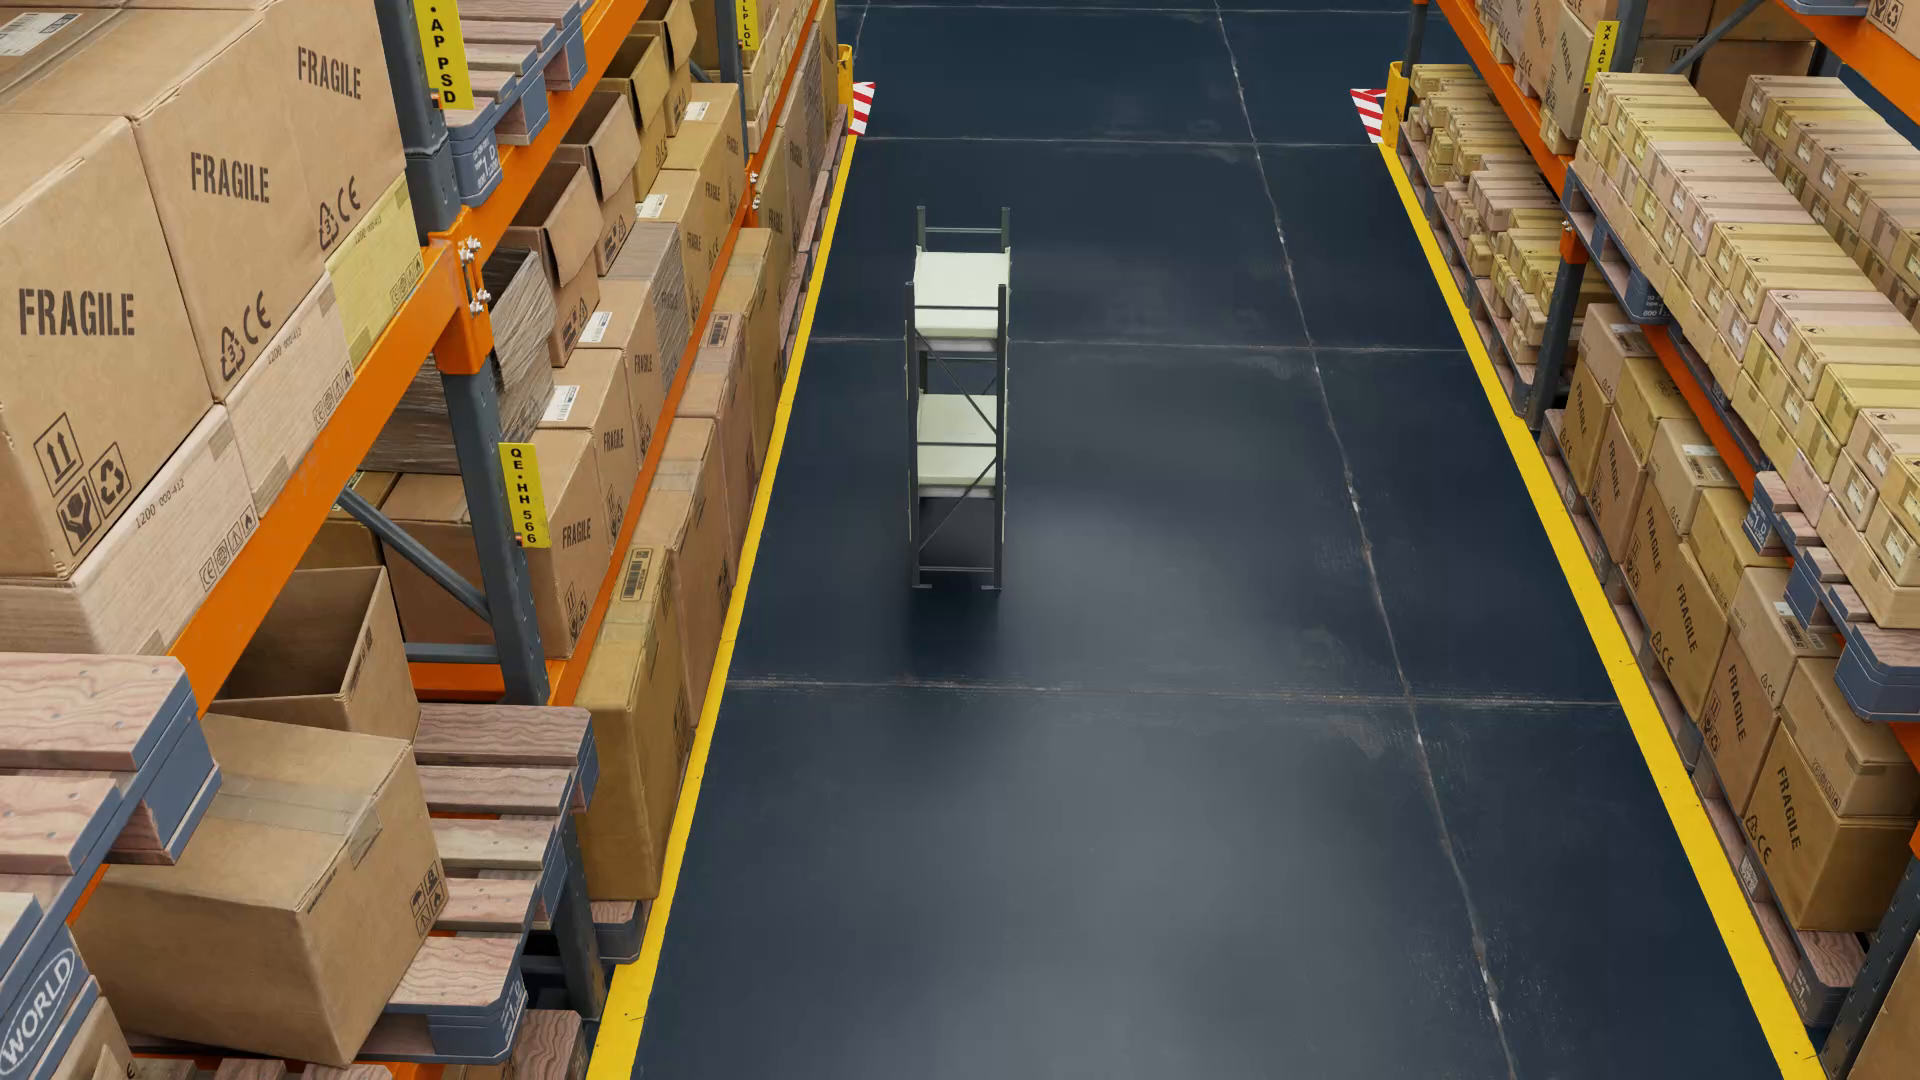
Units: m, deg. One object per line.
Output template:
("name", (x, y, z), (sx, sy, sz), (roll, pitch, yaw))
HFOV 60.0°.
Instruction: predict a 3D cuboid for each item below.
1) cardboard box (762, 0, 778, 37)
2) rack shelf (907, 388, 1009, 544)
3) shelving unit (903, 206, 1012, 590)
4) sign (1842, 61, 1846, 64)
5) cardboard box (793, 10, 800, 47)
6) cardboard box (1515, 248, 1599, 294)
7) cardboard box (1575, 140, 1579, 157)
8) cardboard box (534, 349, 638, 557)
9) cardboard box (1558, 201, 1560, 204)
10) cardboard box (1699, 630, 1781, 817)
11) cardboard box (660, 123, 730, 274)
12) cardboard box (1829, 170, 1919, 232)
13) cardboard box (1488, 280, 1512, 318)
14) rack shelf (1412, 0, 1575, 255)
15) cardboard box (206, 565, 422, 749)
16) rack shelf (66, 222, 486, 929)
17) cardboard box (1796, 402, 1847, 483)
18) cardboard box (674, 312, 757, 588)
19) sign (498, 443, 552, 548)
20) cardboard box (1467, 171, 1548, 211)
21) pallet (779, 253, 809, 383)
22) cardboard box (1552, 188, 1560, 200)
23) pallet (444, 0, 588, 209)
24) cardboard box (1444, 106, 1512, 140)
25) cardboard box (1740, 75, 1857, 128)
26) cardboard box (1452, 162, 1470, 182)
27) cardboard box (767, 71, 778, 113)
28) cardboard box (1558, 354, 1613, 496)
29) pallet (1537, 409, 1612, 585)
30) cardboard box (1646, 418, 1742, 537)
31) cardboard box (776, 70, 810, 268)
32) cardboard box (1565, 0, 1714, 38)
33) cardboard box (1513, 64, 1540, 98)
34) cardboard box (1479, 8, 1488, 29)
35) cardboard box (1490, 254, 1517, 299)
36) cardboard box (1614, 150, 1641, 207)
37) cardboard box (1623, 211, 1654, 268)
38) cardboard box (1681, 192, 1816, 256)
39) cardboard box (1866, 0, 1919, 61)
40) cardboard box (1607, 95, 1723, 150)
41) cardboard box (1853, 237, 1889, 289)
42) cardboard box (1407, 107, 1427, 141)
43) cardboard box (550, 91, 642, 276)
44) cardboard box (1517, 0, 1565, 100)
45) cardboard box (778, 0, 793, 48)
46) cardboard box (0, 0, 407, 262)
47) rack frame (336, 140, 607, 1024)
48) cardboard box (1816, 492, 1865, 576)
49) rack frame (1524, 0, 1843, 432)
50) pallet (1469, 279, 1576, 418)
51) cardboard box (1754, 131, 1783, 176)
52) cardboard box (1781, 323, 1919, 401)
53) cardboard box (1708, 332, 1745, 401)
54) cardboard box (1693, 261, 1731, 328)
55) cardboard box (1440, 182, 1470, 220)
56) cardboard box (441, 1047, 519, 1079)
("cardboard box", (-1.223, -2.898, 8.484), (0.500, 0.500, 0.500), (1, 35, 2))
("rack shelf", (0.000, -0.343, 7.501), (0.431, 0.370, 0.720), (1, 35, 2))
("shelving unit", (0.000, -0.610, 7.313), (0.431, 1.500, 0.755), (1, 35, 2))
("sign", (3.981, -2.269, 7.362), (0.100, 0.325, 0.005), (1, 35, 2))
("cardboard box", (-1.120, -2.934, 9.534), (0.380, 0.149, 0.250), (0, 35, 1))
("cardboard box", (3.151, -1.413, 8.748), (0.380, 0.149, 0.250), (2, 35, 2))
("cardboard box", (3.204, -1.873, 8.024), (0.380, 0.149, 0.250), (1, 35, 1))
("cardboard box", (-1.376, -0.290, 5.468), (0.500, 0.500, 0.500), (0, 35, 1))
("cardboard box", (3.708, -1.912, 9.976), (0.380, 0.149, 0.250), (2, 35, 3))
("cardboard box", (3.056, 0.661, 6.010), (0.500, 0.500, 0.500), (3, 35, 4))
("cardboard box", (-1.298, -1.460, 7.132), (0.500, 0.500, 0.500), (2, 35, 3))
("cardboard box", (3.559, -1.288, 6.310), (0.380, 0.149, 0.250), (0, 35, 0))
("cardboard box", (3.142, -1.345, 9.169), (0.380, 0.149, 0.250), (0, 35, 0))
("rack shelf", (3.507, -2.661, 9.553), (1.077, 0.370, 4.000), (1, 35, 2))
("cardboard box", (-1.668, 0.418, 4.094), (0.500, 0.500, 0.500), (-3, 35, -4))
("rack shelf", (-1.767, 0.536, 2.396), (1.077, 0.370, 4.000), (1, 35, 2))
("cardboard box", (2.848, -0.297, 5.159), (0.380, 0.149, 0.250), (2, 35, 3))
("cardboard box", (-1.566, -0.399, 7.192), (1.225, 0.875, 0.875), (0, 35, 0))
("sign", (-1.144, -0.114, 4.366), (0.100, 0.325, 0.005), (1, 35, 2))
("cardboard box", (3.160, -2.016, 9.607), (0.380, 0.149, 0.250), (0, 35, 0))
("pallet", (-1.417, -1.273, 9.377), (1.003, 0.211, 1.213), (1, 35, 2))
("cardboard box", (3.795, -2.178, 10.096), (0.380, 0.149, 0.250), (3, 35, 4))
("pallet", (-1.713, -1.201, 4.406), (1.213, 0.211, 1.003), (3, 35, 4))
("cardboard box", (3.270, -2.612, 10.455), (0.380, 0.149, 0.250), (0, 35, 0))
("cardboard box", (3.605, -1.883, 7.157), (0.380, 0.149, 0.250), (3, 35, 4))
("cardboard box", (3.286, -2.338, 10.323), (0.380, 0.149, 0.250), (0, 35, 0))
("cardboard box", (-1.161, -2.340, 8.690), (0.380, 0.149, 0.250), (2, 35, 3))
("cardboard box", (3.132, -0.536, 7.713), (0.500, 0.500, 0.500), (3, 35, 4))
("pallet", (3.397, -0.218, 7.876), (1.003, 0.211, 1.213), (1, 35, 2))
("cardboard box", (3.089, -0.244, 6.645), (0.500, 0.250, 0.500), (3, 35, 4))
("cardboard box", (-1.383, -2.175, 9.719), (0.875, 0.875, 0.875), (1, 35, 2))
("cardboard box", (3.175, -2.654, 7.702), (0.500, 0.500, 0.500), (0, 35, 0))
("cardboard box", (3.192, -2.479, 8.888), (0.380, 0.149, 0.250), (0, 35, 0))
("cardboard box", (3.266, -3.074, 9.733), (0.380, 0.149, 0.250), (1, 35, 1))
("cardboard box", (3.113, -1.431, 9.033), (0.380, 0.149, 0.250), (0, 35, 0))
("cardboard box", (2.933, -1.484, 6.847), (0.380, 0.149, 0.250), (2, 35, 3))
("cardboard box", (2.921, -1.212, 6.719), (0.380, 0.149, 0.250), (2, 35, 2))
("cardboard box", (2.900, -1.160, 6.127), (0.380, 0.149, 0.250), (3, 35, 4))
("cardboard box", (3.066, -1.684, 4.842), (0.500, 0.500, 0.500), (1, 35, 2))
("cardboard box", (2.946, -1.742, 6.956), (0.380, 0.149, 0.250), (2, 35, 3))
("cardboard box", (3.558, -1.006, 6.167), (0.380, 0.149, 0.250), (1, 35, 2))
("cardboard box", (3.246, -2.816, 11.262), (0.380, 0.149, 0.250), (2, 35, 3))
("cardboard box", (-1.591, -1.311, 6.047), (0.797, 0.503, 0.637), (2, 35, 3))
("cardboard box", (3.186, -2.551, 8.426), (0.500, 0.500, 0.500), (0, 35, 1))
("cardboard box", (-1.205, -2.886, 9.119), (0.500, 0.250, 0.500), (2, 35, 3))
("cardboard box", (-1.455, -0.873, 3.253), (0.500, 0.500, 0.500), (2, 35, 3))
("rack frame", (-1.686, 0.320, 4.686), (1.000, 3.000, 0.127), (1, 35, 2))
("cardboard box", (2.838, -0.013, 5.014), (0.380, 0.149, 0.250), (1, 35, 2))
("rack frame", (3.426, -1.806, 7.711), (1.000, 3.000, 0.127), (1, 35, 2))
("pallet", (3.418, -1.052, 9.063), (1.003, 0.211, 1.213), (1, 35, 2))
("cardboard box", (3.598, -1.612, 7.029), (0.380, 0.149, 0.250), (2, 35, 2))
("cardboard box", (2.857, -0.560, 5.275), (0.380, 0.149, 0.250), (2, 35, 3))
("cardboard box", (2.883, -0.608, 5.859), (0.380, 0.149, 0.250), (2, 35, 3))
("cardboard box", (2.890, -0.882, 5.991), (0.380, 0.149, 0.250), (1, 35, 1))
("cardboard box", (3.183, -2.086, 10.224), (0.380, 0.149, 0.250), (0, 35, 0))
("cardboard box", (-1.693, 1.548, 4.730), (0.700, 0.500, 0.500), (0, 35, -1))
